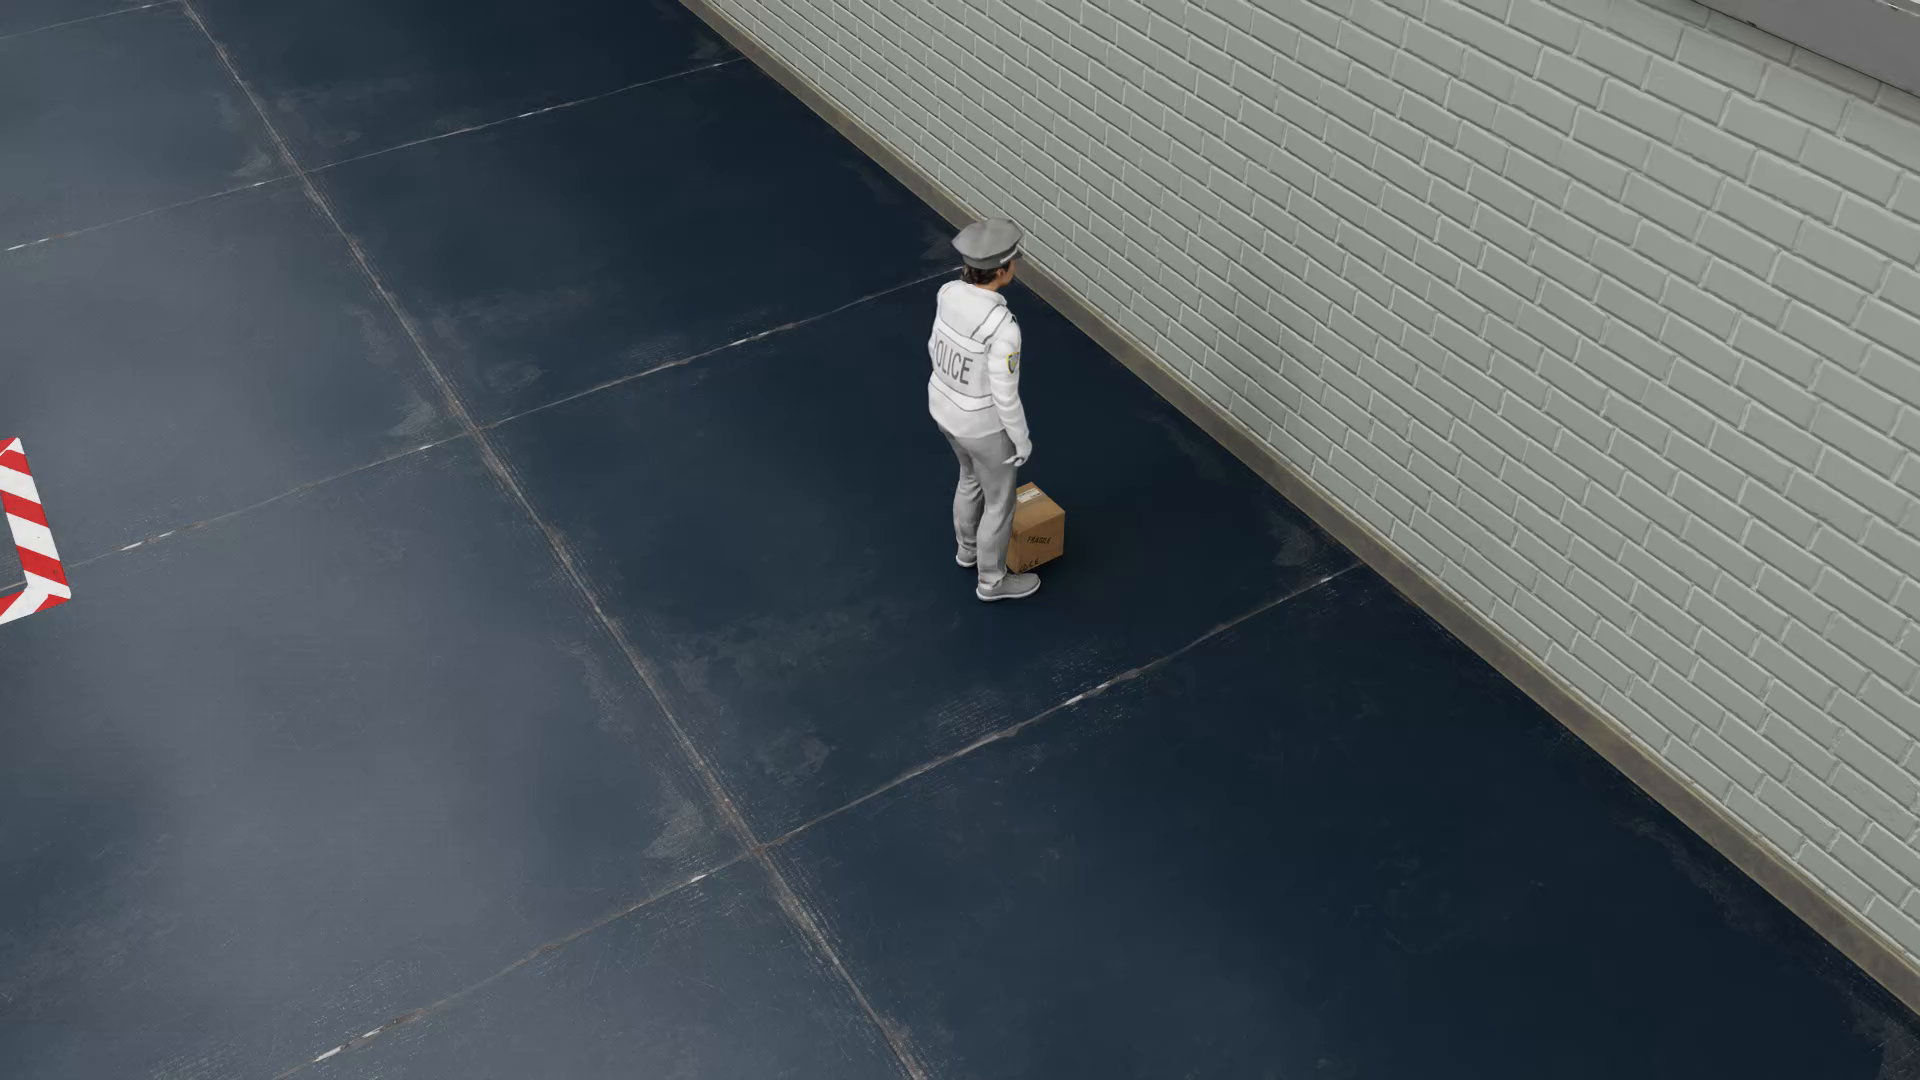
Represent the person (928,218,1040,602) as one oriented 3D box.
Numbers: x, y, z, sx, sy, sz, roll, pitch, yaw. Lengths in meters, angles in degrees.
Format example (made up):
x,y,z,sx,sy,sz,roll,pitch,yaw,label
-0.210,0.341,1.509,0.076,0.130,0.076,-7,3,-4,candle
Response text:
x,y,z,sx,sy,sz,roll,pitch,yaw,label
0.096,-0.508,6.738,0.406,1.666,0.544,-25,47,-26,person
